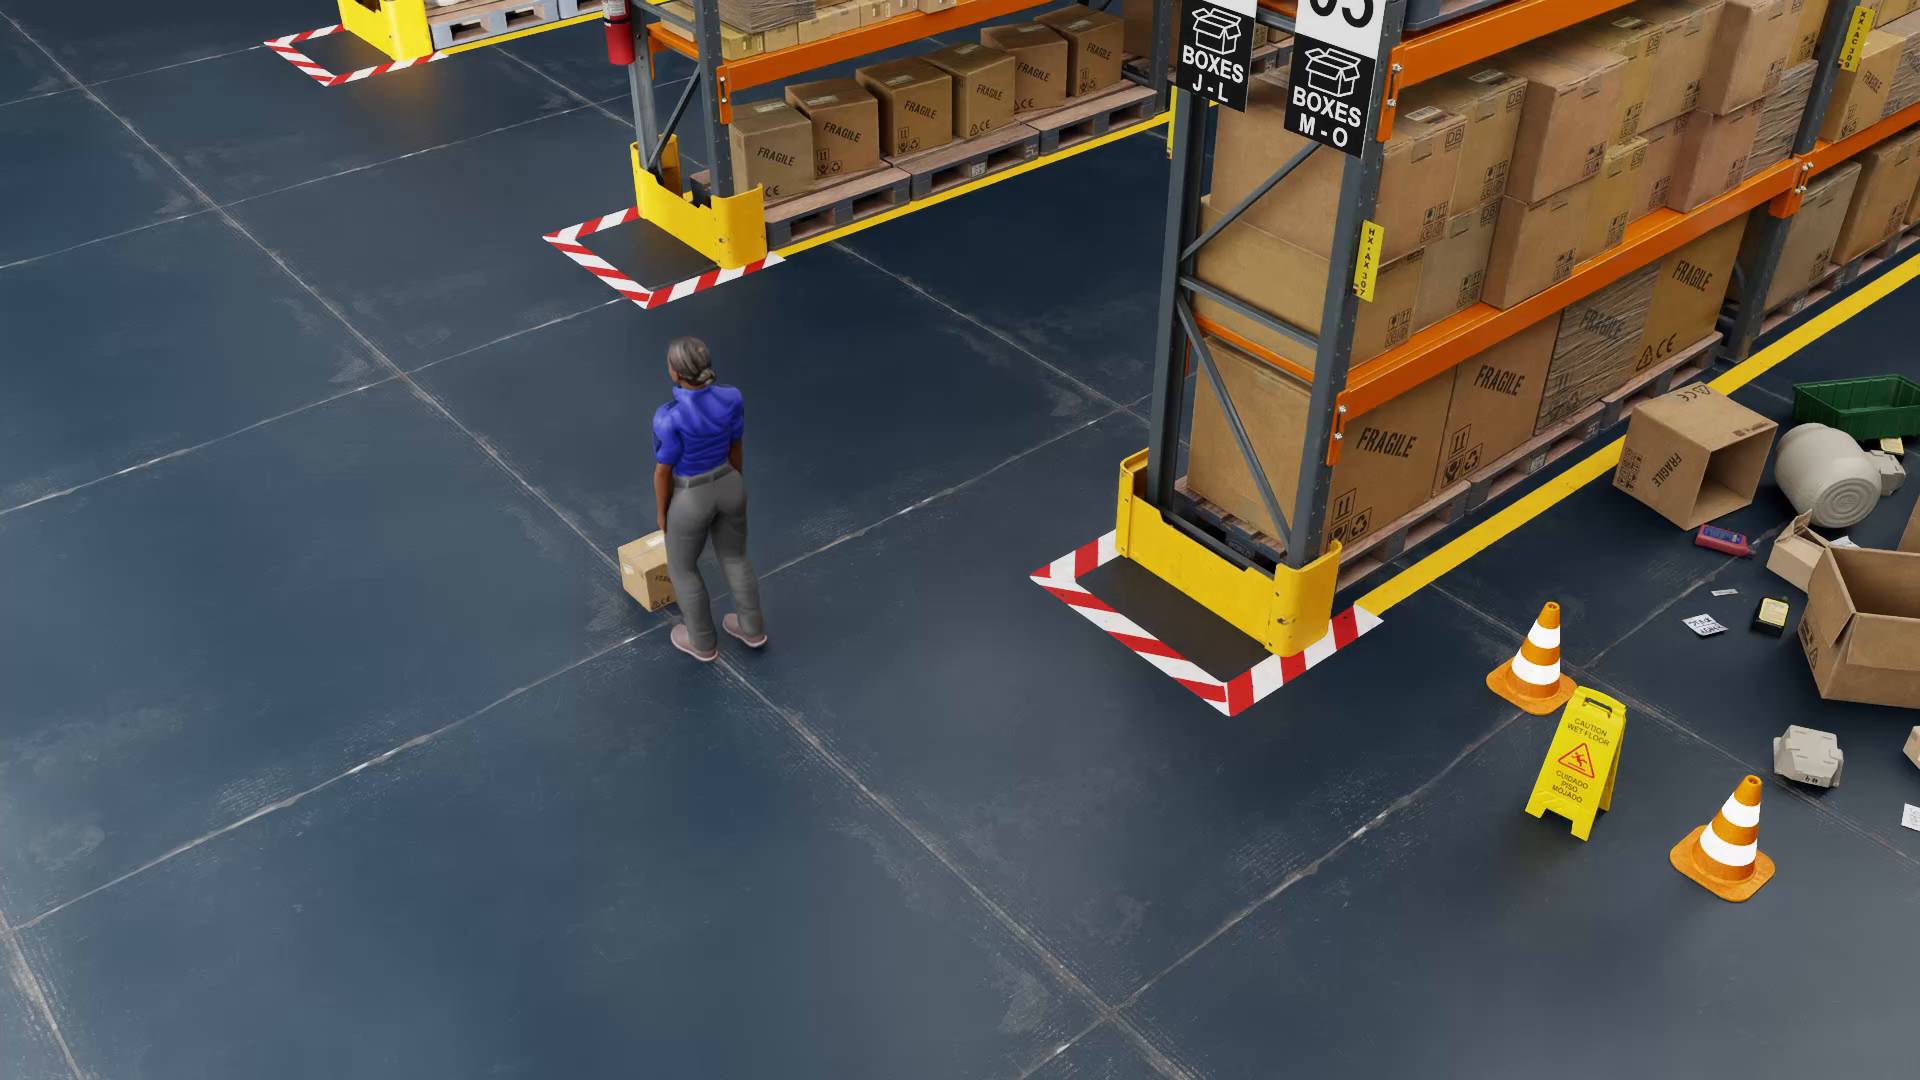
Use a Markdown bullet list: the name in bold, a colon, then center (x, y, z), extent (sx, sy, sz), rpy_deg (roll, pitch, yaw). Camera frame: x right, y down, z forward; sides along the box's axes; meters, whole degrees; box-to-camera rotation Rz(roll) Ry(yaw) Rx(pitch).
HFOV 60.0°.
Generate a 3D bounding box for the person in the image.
- **person**: center (-1.145, -0.179, 7.340), extent (0.439, 1.657, 0.349), rpy_deg (-25, 43, -30)
